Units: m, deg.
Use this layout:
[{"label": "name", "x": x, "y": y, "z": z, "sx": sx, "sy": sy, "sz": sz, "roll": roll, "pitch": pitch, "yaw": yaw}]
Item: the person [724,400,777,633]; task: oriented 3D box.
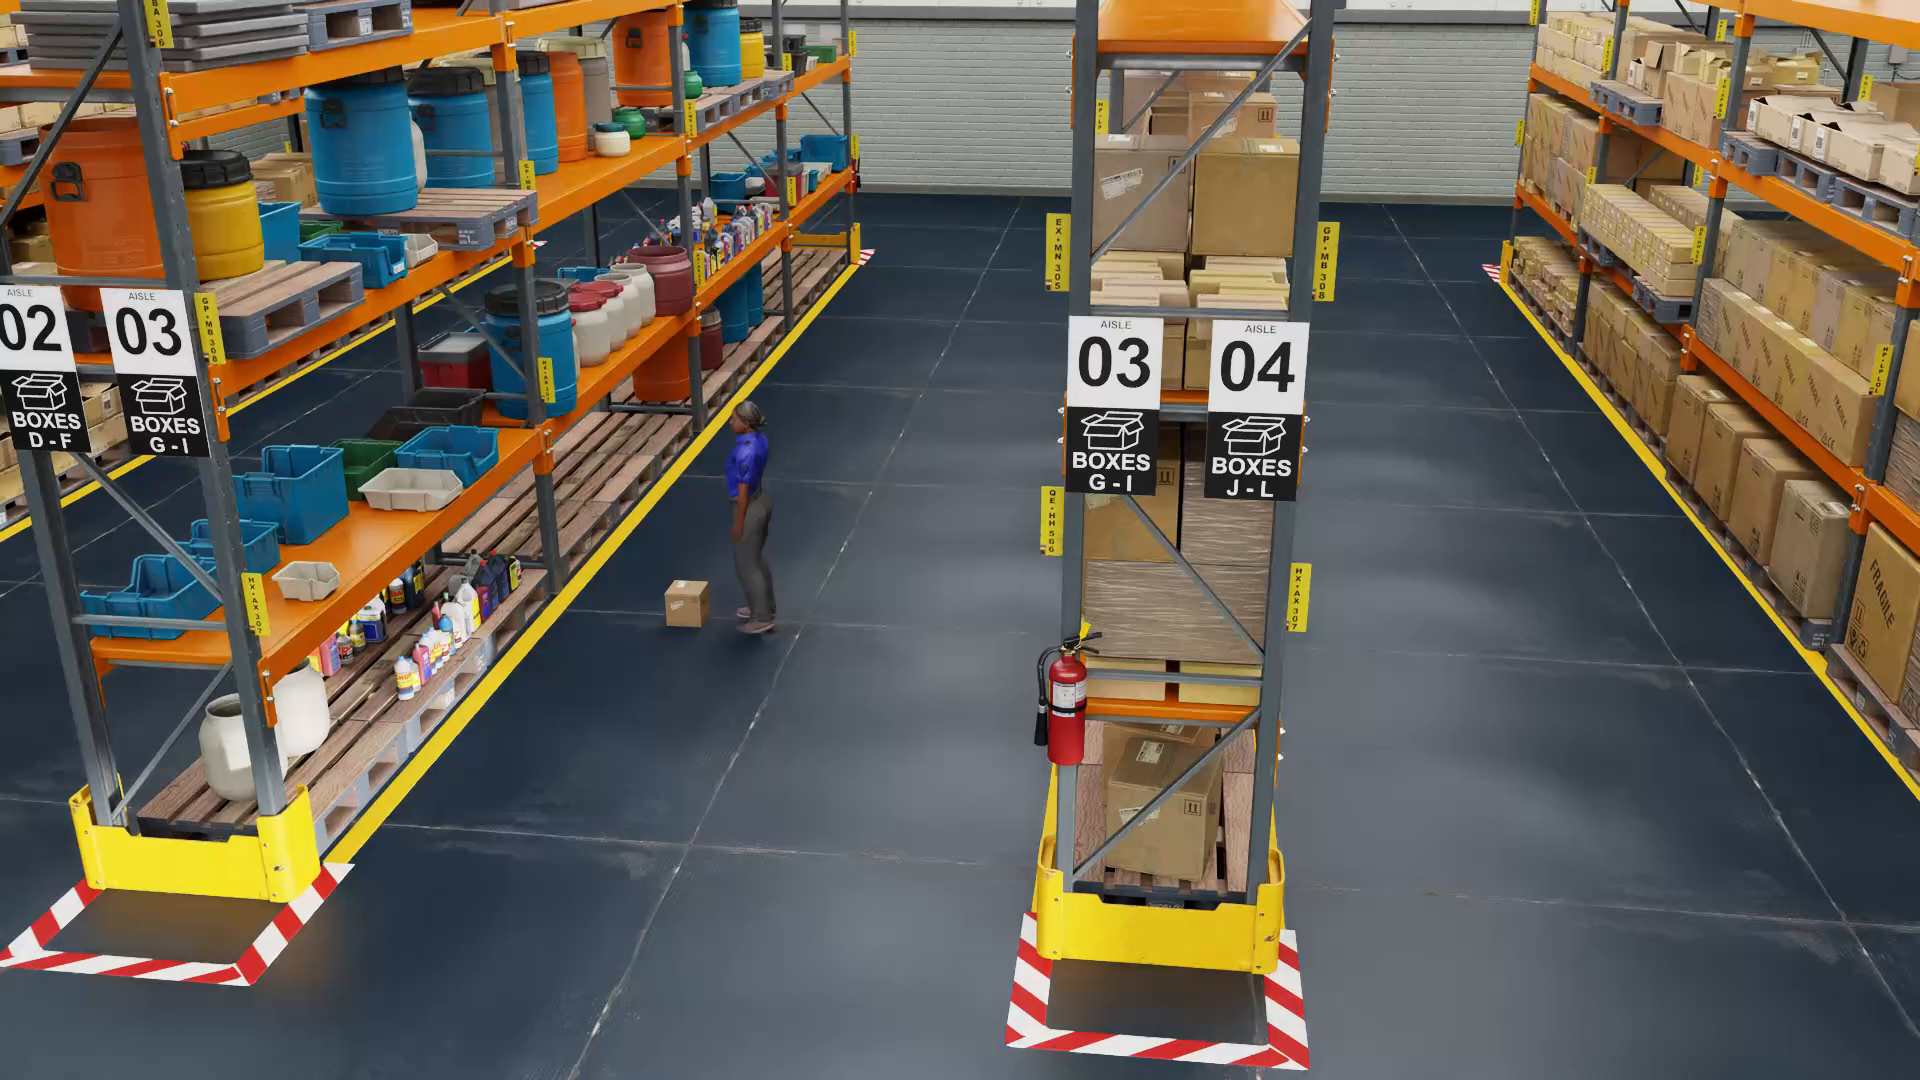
[{"label": "person", "x": -1.462, "y": -0.158, "z": 11.541, "sx": 0.328, "sy": 1.684, "sz": 0.437, "roll": 3, "pitch": 22, "yaw": 8}]
